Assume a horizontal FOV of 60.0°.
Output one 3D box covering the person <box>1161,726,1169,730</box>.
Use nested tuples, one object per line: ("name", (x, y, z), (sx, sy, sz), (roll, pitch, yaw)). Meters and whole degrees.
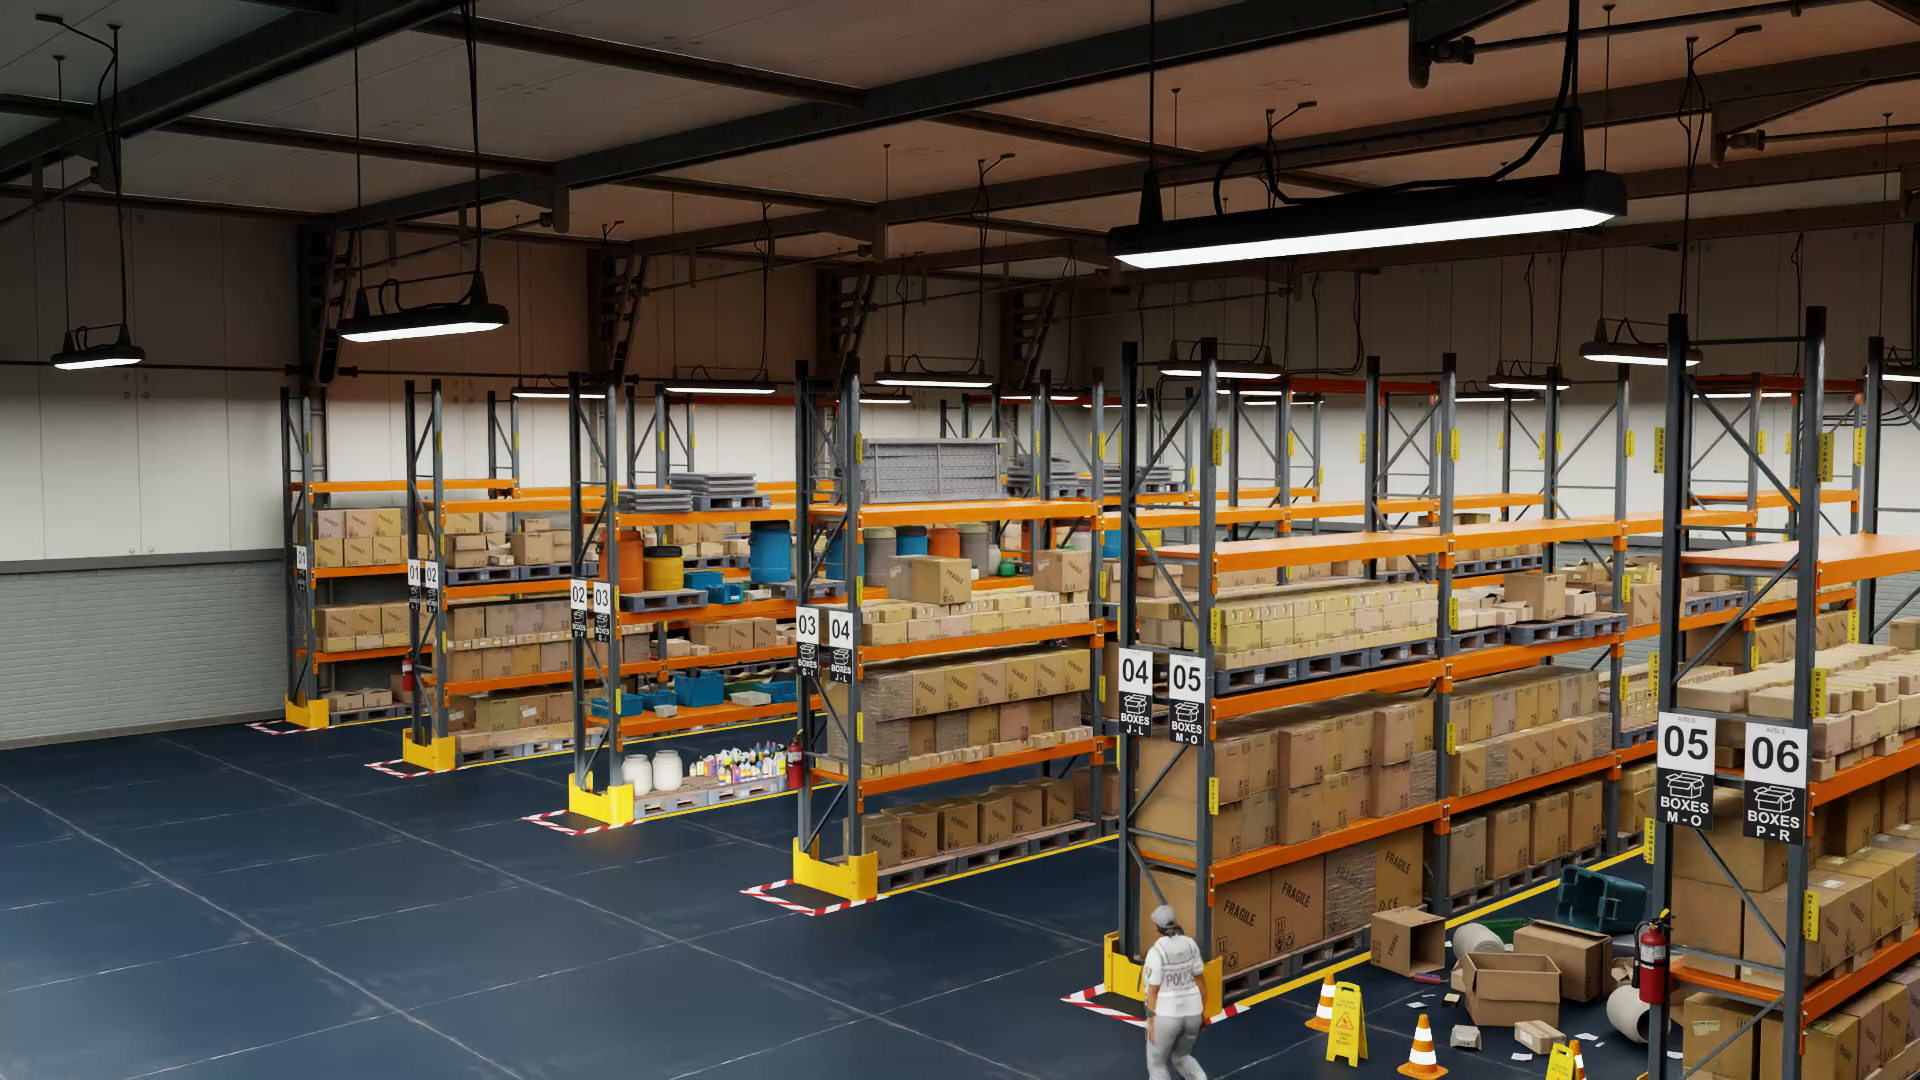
("person", (2.436, 3.055, 20.081), (0.956, 1.606, 0.462), (-2, 4, -29))

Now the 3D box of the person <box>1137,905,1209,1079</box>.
("person", (1.620, 3.539, 12.306), (0.489, 1.642, 0.621), (-2, 4, -34))
